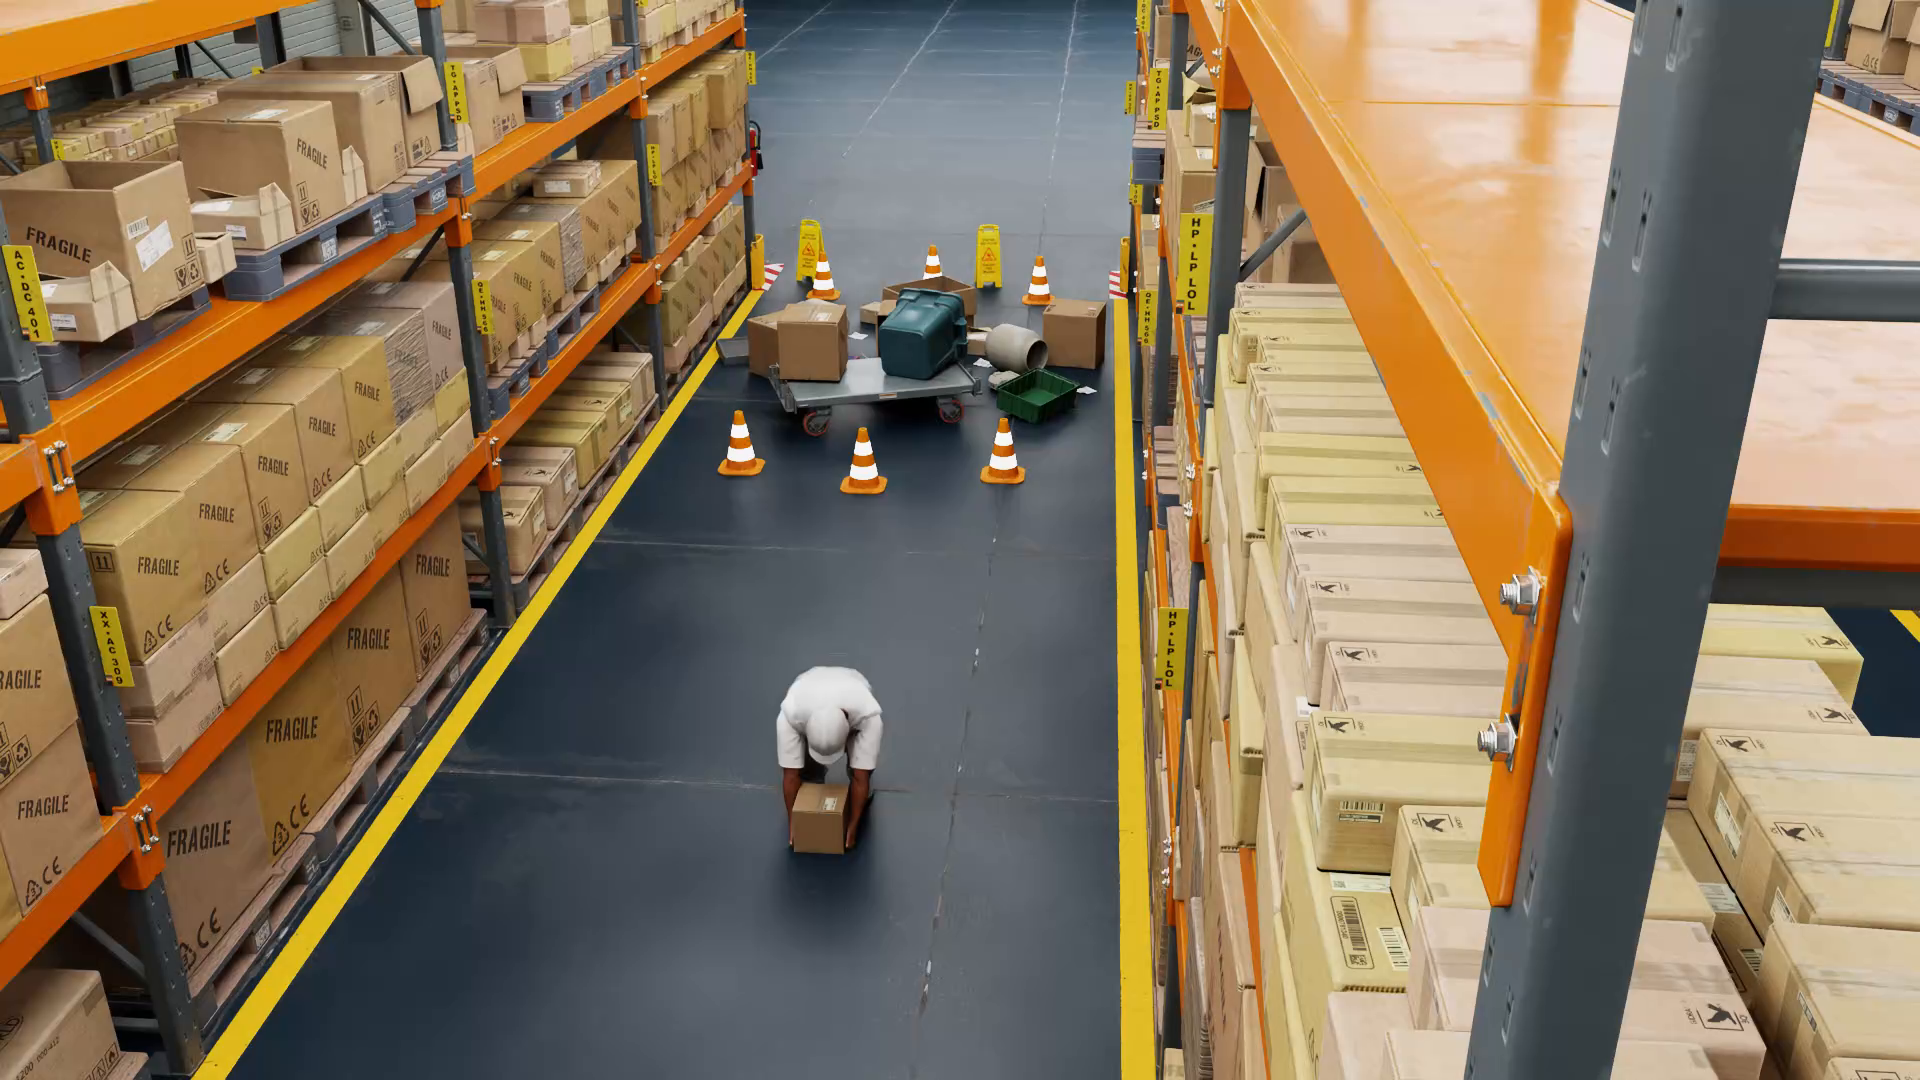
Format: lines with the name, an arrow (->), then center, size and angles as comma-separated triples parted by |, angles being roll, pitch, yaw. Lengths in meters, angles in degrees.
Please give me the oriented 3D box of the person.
person -> -0.642, 0.510, 8.459 | 0.626, 1.759, 0.463 | 1, 24, 2
